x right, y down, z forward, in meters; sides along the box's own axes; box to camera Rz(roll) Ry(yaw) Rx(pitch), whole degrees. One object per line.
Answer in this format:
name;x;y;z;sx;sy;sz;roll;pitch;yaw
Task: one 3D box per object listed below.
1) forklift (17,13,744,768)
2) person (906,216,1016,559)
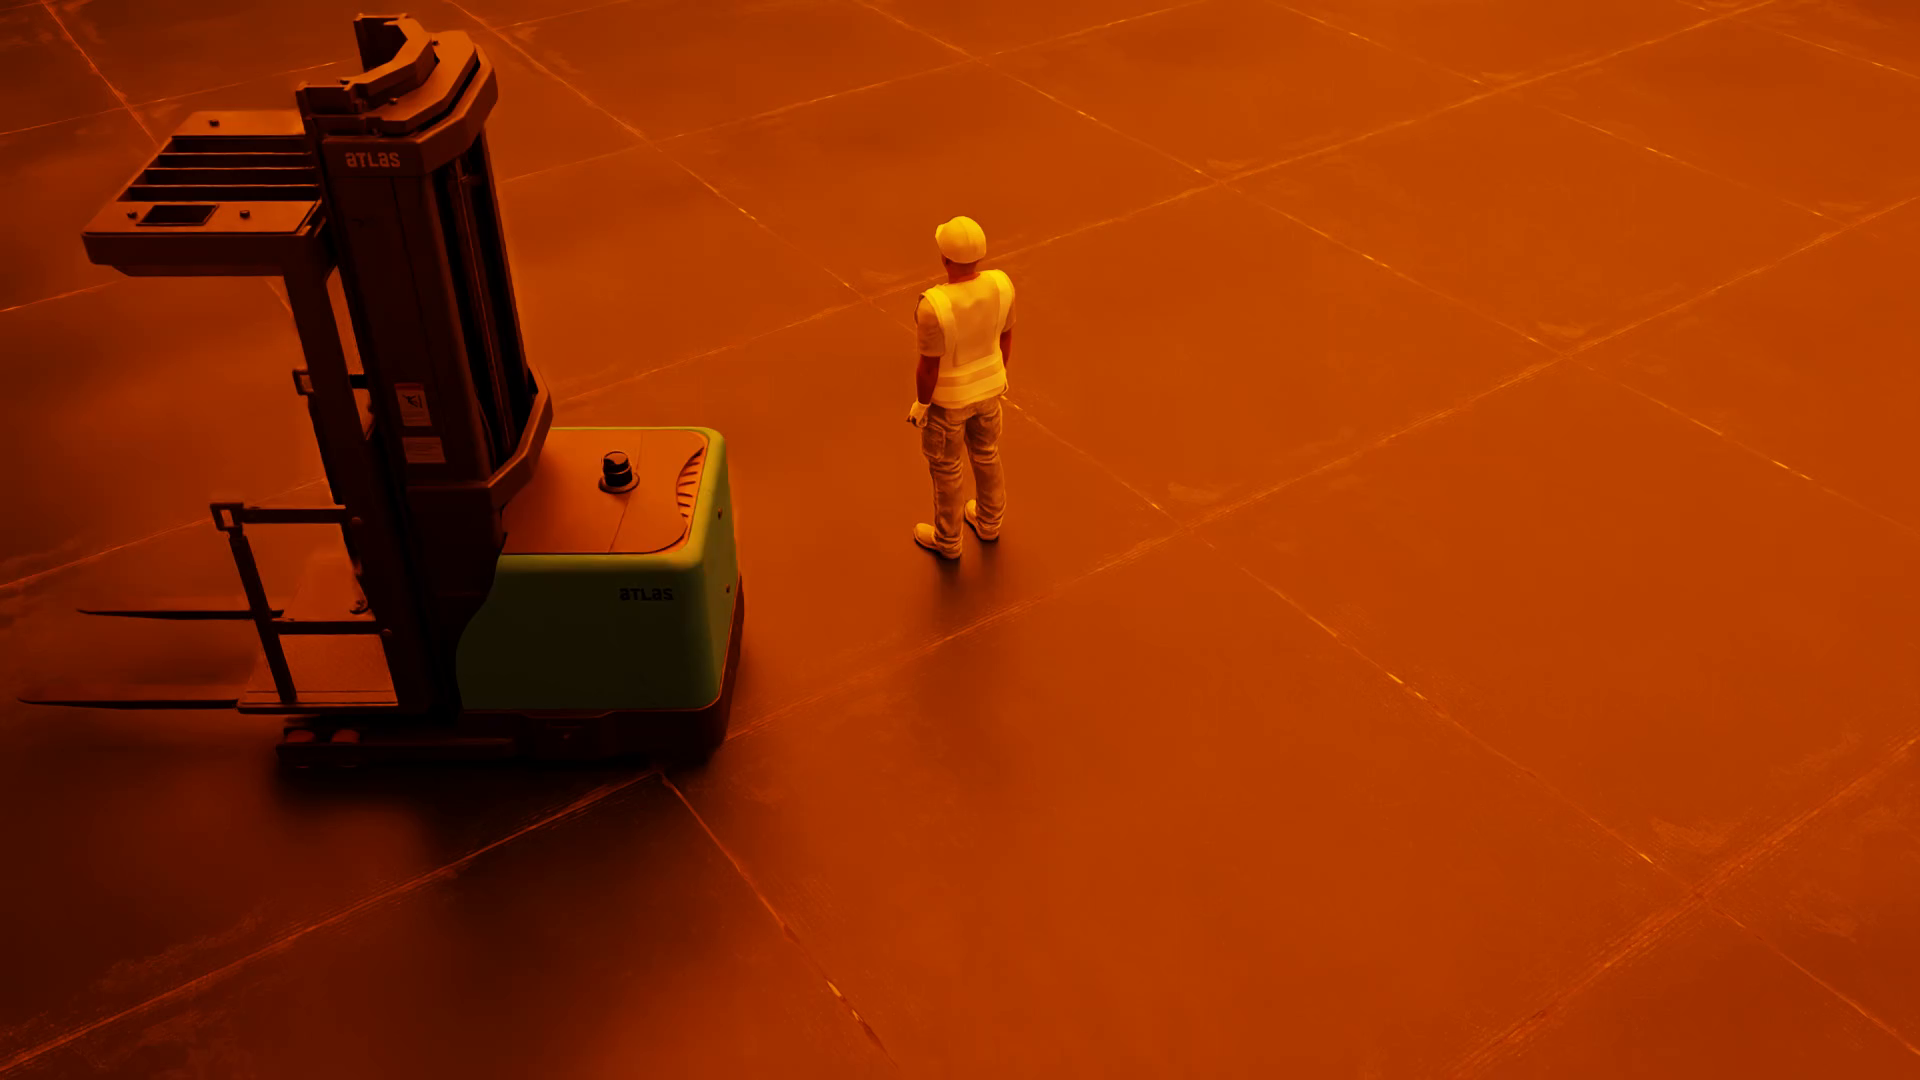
forklift;-2.527;-0.523;6.652;3.031;2.935;1.130;0;36;0
person;-0.012;-0.716;7.877;0.542;1.789;0.382;-23;42;-28
